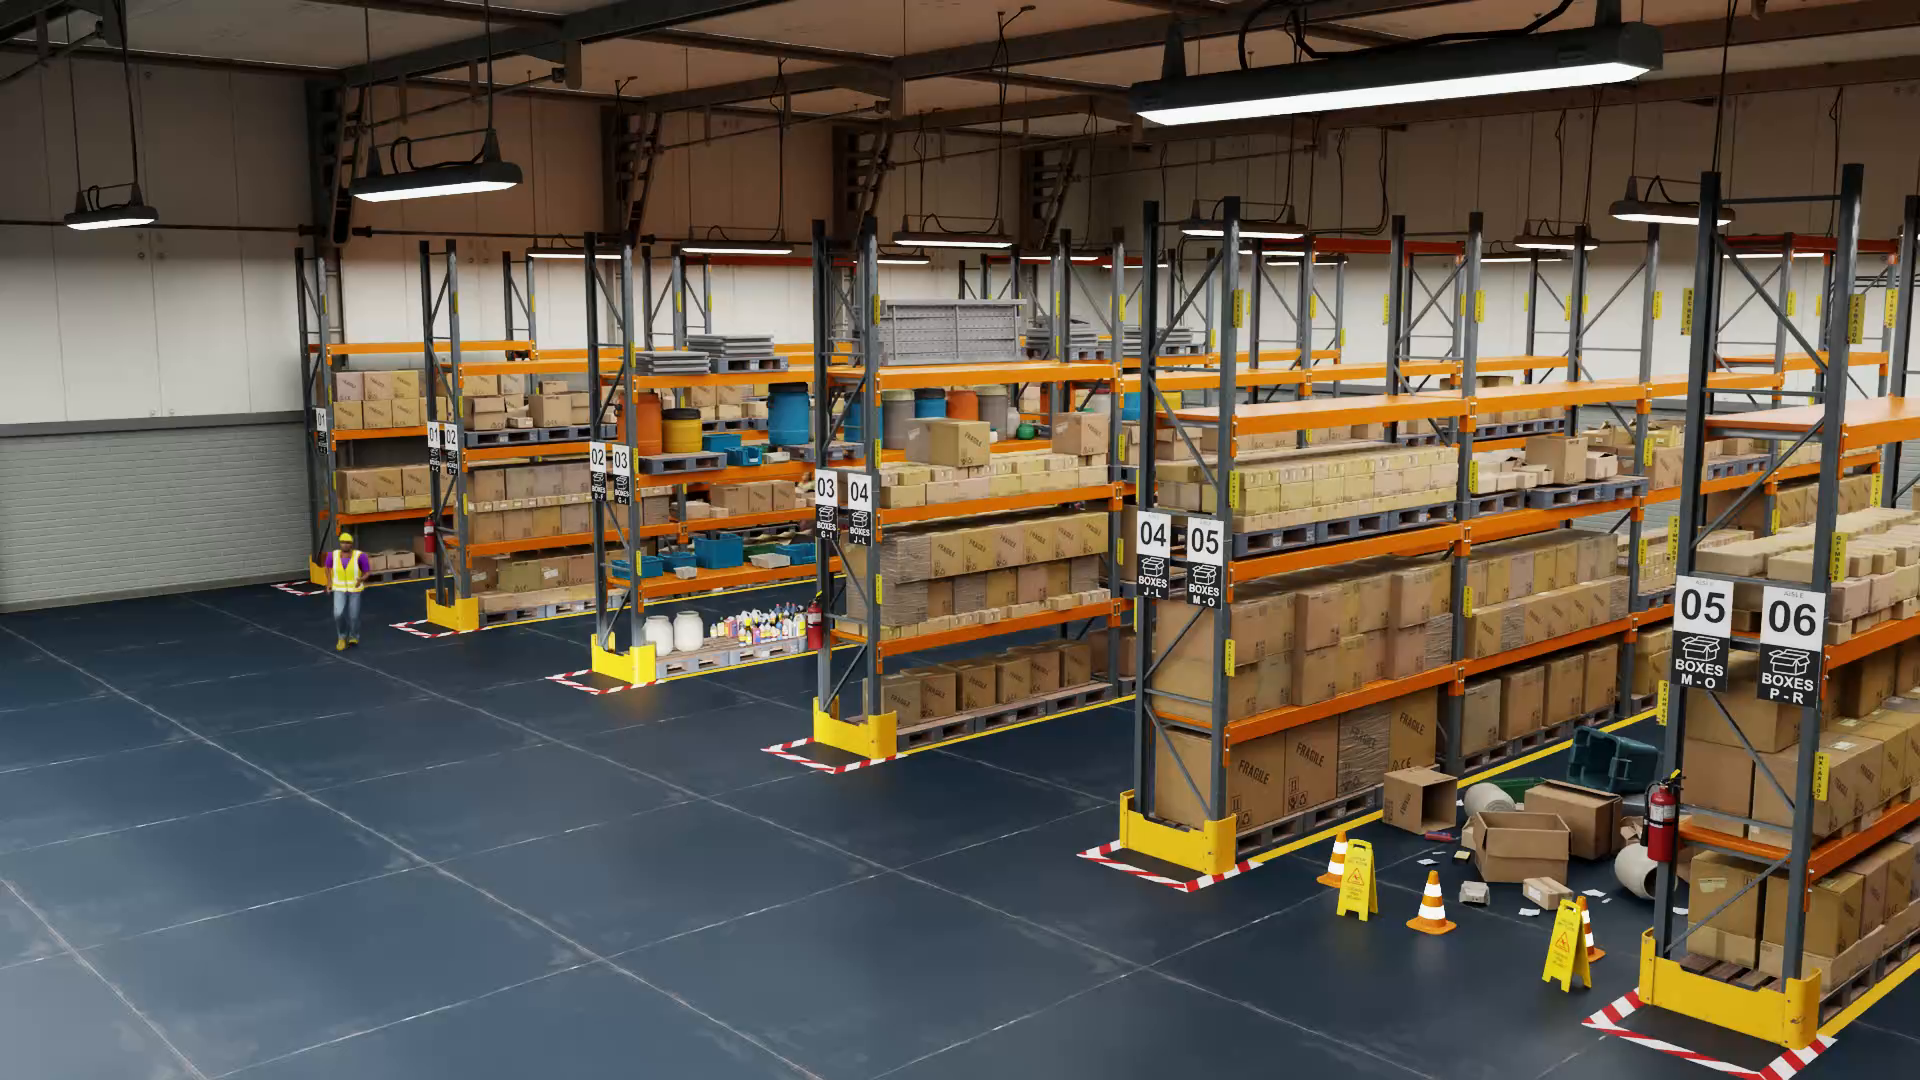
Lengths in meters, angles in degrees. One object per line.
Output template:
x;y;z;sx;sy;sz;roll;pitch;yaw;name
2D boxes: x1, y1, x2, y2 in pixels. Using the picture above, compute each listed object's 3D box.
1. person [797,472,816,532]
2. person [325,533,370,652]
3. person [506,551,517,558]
-3.121;-0.630;33.854;0.590;1.643;0.880;5;10;30;person
-8.950;0.751;24.330;0.643;1.747;0.783;-2;9;-16;person
-7.754;0.013;29.162;0.690;1.771;1.042;6;10;36;person
